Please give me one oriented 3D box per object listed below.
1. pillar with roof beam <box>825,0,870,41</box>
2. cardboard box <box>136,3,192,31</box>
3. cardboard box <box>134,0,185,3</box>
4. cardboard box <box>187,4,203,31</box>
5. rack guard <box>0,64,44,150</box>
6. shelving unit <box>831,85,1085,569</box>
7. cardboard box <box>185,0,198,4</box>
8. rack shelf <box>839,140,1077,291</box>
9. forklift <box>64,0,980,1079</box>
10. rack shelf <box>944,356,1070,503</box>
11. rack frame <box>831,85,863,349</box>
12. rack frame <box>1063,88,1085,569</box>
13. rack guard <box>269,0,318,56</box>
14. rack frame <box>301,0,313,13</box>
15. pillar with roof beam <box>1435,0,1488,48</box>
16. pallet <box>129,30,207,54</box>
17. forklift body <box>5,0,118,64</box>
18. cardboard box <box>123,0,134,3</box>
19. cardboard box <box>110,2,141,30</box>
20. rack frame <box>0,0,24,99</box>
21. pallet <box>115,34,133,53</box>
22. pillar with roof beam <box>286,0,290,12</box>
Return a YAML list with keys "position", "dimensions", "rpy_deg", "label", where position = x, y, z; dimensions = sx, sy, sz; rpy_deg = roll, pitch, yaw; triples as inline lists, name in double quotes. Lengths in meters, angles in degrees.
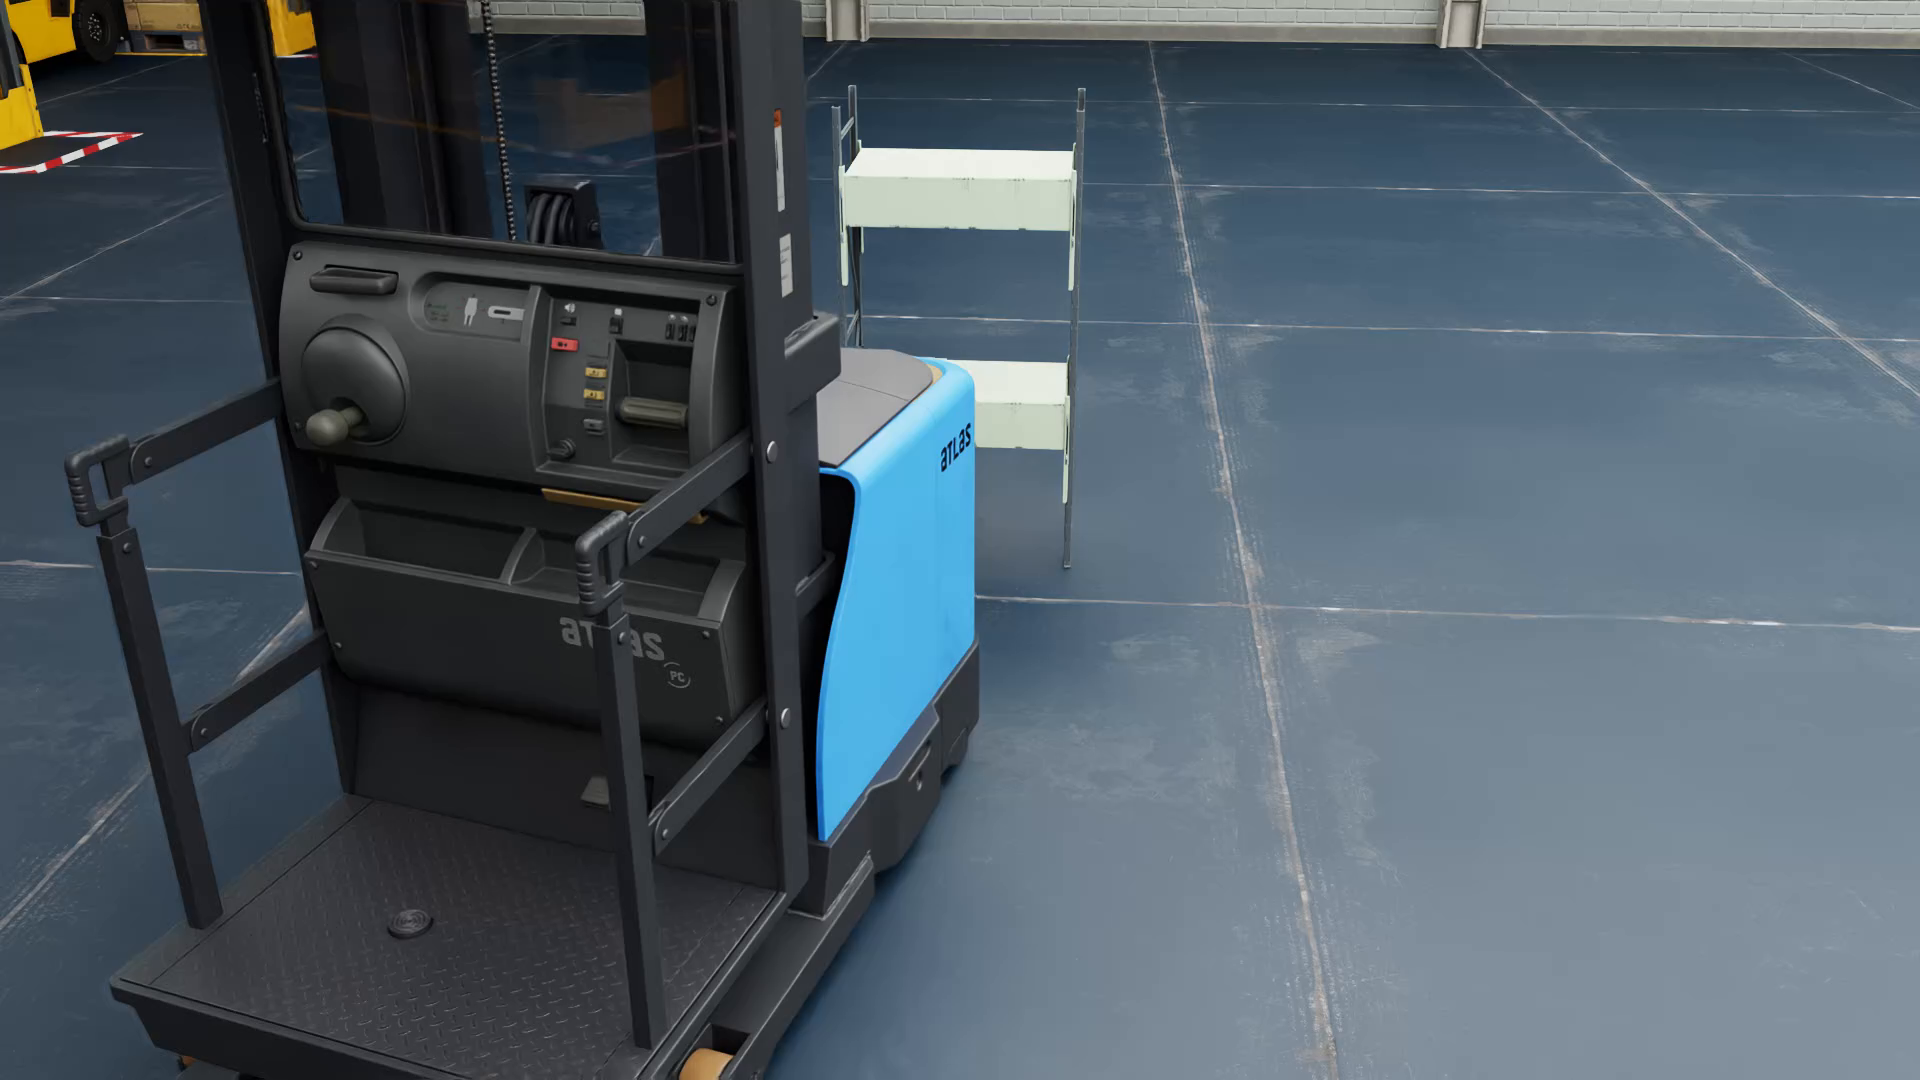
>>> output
- position: [-1.449, -7.312, 10.875]
  dimensions: [0.400, 9.000, 9.100]
  rpy_deg: [2, 25, 4]
  label: "pillar with roof beam"
- position: [-7.464, -5.020, 15.858]
  dimensions: [0.500, 0.250, 0.500]
  rpy_deg: [2, 25, 4]
  label: "cardboard box"
- position: [-7.485, -5.249, 15.759]
  dimensions: [0.500, 0.250, 0.500]
  rpy_deg: [2, 25, 3]
  label: "cardboard box"
- position: [-6.969, -5.000, 15.815]
  dimensions: [0.500, 0.250, 0.500]
  rpy_deg: [2, 25, 4]
  label: "cardboard box"
- position: [-6.929, -2.973, 11.613]
  dimensions: [0.348, 0.500, 1.175]
  rpy_deg: [2, 25, 4]
  label: "rack guard"
- position: [0.007, -0.681, 5.436]
  dimensions: [0.755, 1.500, 0.431]
  rpy_deg: [2, 25, 4]
  label: "shelving unit"
- position: [-6.986, -5.229, 15.714]
  dimensions: [0.500, 0.250, 0.500]
  rpy_deg: [2, 25, 3]
  label: "cardboard box"
- position: [0.007, -1.036, 5.273]
  dimensions: [0.720, 0.370, 0.431]
  rpy_deg: [2, 25, 4]
  label: "rack shelf"
- position: [-0.925, -0.291, 2.876]
  dimensions: [1.130, 2.935, 3.031]
  rpy_deg: [9, 26, 18]
  label: "forklift"
- position: [0.007, -0.385, 5.572]
  dimensions: [0.720, 0.370, 0.431]
  rpy_deg: [2, 25, 4]
  label: "rack shelf"
- position: [-0.358, -0.693, 5.461]
  dimensions: [0.023, 1.500, 0.400]
  rpy_deg: [2, 25, 4]
  label: "rack frame"
- position: [0.372, -0.669, 5.411]
  dimensions: [0.023, 1.500, 0.400]
  rpy_deg: [2, 25, 4]
  label: "rack frame"
- position: [-6.453, -5.039, 16.102]
  dimensions: [0.348, 0.500, 1.175]
  rpy_deg: [2, 25, 4]
  label: "rack guard"
- position: [-6.477, -6.175, 15.581]
  dimensions: [0.127, 3.000, 1.000]
  rpy_deg: [2, 25, 4]
  label: "rack frame"
- position: [4.533, -7.120, 10.458]
  dimensions: [0.400, 9.000, 9.100]
  rpy_deg: [2, 25, 4]
  label: "pillar with roof beam"
- position: [-7.242, -4.915, 16.179]
  dimensions: [1.213, 0.211, 1.003]
  rpy_deg: [2, 25, 4]
  label: "pallet"
- position: [-8.507, -5.090, 14.238]
  dimensions: [1.214, 2.155, 2.313]
  rpy_deg: [2, 25, 4]
  label: "forklift body"
- position: [-8.001, -5.257, 15.776]
  dimensions: [0.500, 0.250, 0.500]
  rpy_deg: [1, 25, 3]
  label: "cardboard box"
- position: [-7.962, -5.040, 15.901]
  dimensions: [0.500, 0.250, 0.500]
  rpy_deg: [2, 25, 5]
  label: "cardboard box"
- position: [-6.853, -4.106, 11.085]
  dimensions: [0.127, 3.000, 1.000]
  rpy_deg: [2, 25, 4]
  label: "rack frame"
- position: [-8.455, -4.955, 16.267]
  dimensions: [1.213, 0.211, 1.003]
  rpy_deg: [2, 25, 4]
  label: "pallet"
- position: [-7.431, -7.504, 11.293]
  dimensions: [0.400, 9.000, 9.100]
  rpy_deg: [2, 25, 4]
  label: "pillar with roof beam"
